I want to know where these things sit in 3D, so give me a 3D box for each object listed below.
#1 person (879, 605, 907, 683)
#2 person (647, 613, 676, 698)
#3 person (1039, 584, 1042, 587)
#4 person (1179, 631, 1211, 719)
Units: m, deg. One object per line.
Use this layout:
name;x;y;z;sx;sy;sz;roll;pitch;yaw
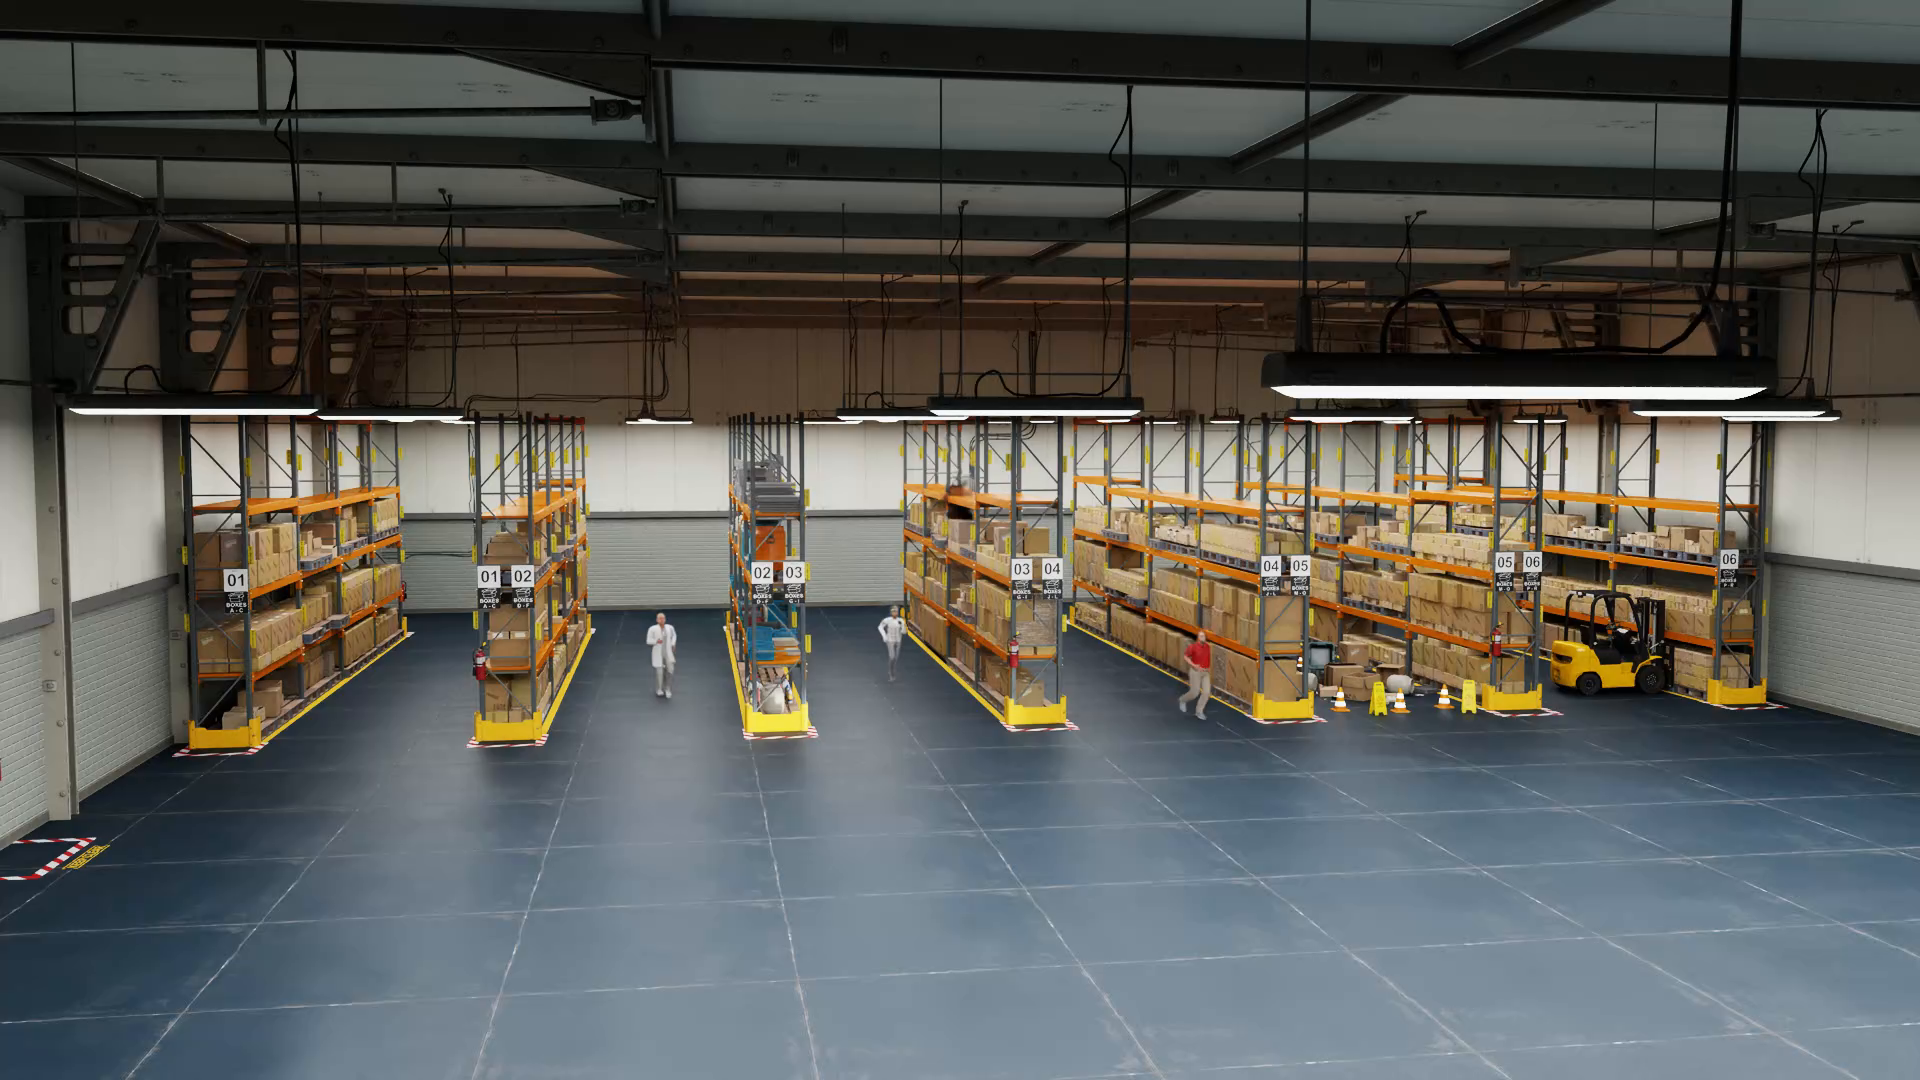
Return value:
person;-1.490;2.342;37.463;0.593;1.749;0.754;-1;4;-20
person;-6.274;2.460;35.145;0.685;1.791;0.754;-2;4;-23
person;2.131;1.886;43.467;0.683;1.810;0.860;-1;4;-15
person;4.711;2.653;32.914;0.685;1.713;0.743;-2;4;-29
